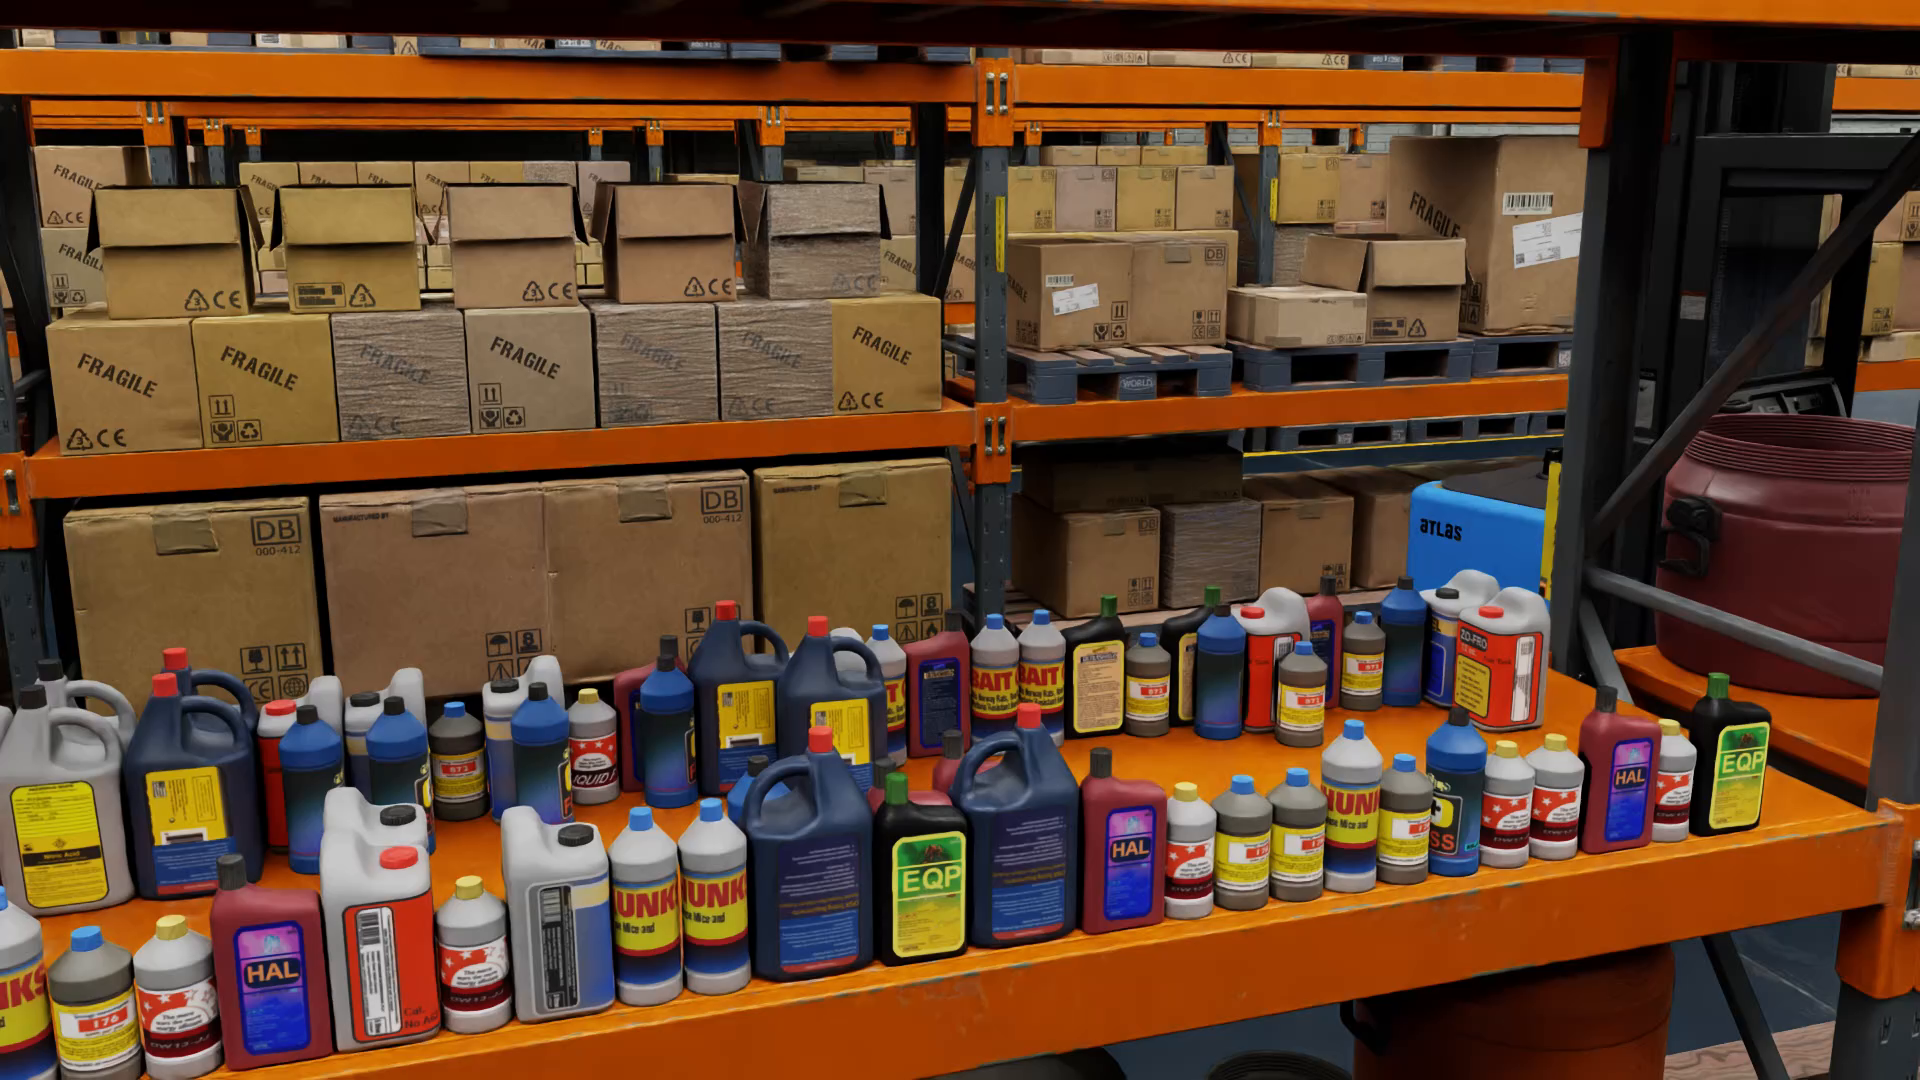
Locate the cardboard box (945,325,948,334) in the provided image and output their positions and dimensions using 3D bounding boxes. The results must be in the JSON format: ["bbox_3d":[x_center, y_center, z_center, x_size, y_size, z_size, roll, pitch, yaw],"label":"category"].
[{"bbox_3d":[-0.550,-2.203,18.192,0.625,0.372,0.950,-4,14,-15],"label":"cardboard box"}]

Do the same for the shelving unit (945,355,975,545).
[{"bbox_3d":[0.014,-0.585,10.508,0.189,1.200,0.258,-4,14,-18],"label":"shelving unit"}]

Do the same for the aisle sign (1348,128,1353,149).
[{"bbox_3d":[4.569,-4.871,19.020,0.004,0.787,0.394,-4,14,-18],"label":"aisle sign"}]

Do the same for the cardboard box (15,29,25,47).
[{"bbox_3d":[-6.135,-3.205,10.397,0.500,0.250,0.500,-5,14,-20],"label":"cardboard box"}]

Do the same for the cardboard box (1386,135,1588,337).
[{"bbox_3d":[2.989,-1.665,8.955,1.000,1.000,1.000,-4,14,-18],"label":"cardboard box"}]

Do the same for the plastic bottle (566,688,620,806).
[{"bbox_3d":[-0.672,0.371,3.029,0.097,0.201,0.097,0,13,0],"label":"plastic bottle"}]

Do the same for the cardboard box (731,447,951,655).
[{"bbox_3d":[-0.665,-0.025,7.952,0.875,0.875,1.225,-5,14,-21],"label":"cardboard box"}]

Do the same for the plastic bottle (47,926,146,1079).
[{"bbox_3d":[-1.098,0.590,2.111,0.097,0.201,0.097,0,13,0],"label":"plastic bottle"}]

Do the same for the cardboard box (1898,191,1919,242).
[{"bbox_3d":[5.242,-1.928,9.245,0.500,0.500,0.500,-4,14,-18],"label":"cardboard box"}]

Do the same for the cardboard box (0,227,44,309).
[{"bbox_3d":[-6.142,-1.759,10.696,0.500,0.500,0.500,-5,14,-20],"label":"cardboard box"}]

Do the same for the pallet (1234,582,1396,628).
[{"bbox_3d":[1.891,0.309,8.888,1.213,0.211,1.003,-4,14,-18],"label":"pallet"}]

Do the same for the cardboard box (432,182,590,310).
[{"bbox_3d":[-1.954,-1.289,7.196,0.637,0.503,0.797,-4,14,-16],"label":"cardboard box"}]

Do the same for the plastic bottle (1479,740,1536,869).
[{"bbox_3d":[0.902,0.434,2.766,0.097,0.201,0.097,0,13,0],"label":"plastic bottle"}]

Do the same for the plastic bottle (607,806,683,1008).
[{"bbox_3d":[-0.439,0.504,2.318,0.097,0.271,0.097,0,13,0],"label":"plastic bottle"}]

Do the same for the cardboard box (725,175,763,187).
[{"bbox_3d":[-2.173,-3.495,17.087,0.500,0.500,0.500,-4,14,-15],"label":"cardboard box"}]

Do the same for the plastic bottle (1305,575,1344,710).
[{"bbox_3d":[0.736,0.217,3.500,0.133,0.283,0.061,-4,14,-18],"label":"plastic bottle"}]

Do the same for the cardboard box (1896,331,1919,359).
[{"bbox_3d":[5.263,-1.122,9.419,0.250,0.149,0.380,-4,14,-18],"label":"cardboard box"}]

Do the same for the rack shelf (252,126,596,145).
[{"bbox_3d":[-6.647,-5.125,20.778,4.000,0.370,1.077,-4,14,-18],"label":"rack shelf"}]

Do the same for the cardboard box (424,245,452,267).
[{"bbox_3d":[-3.519,-1.954,11.369,0.250,0.149,0.380,-5,14,-19],"label":"cardboard box"}]

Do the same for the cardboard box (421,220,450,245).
[{"bbox_3d":[-3.536,-2.097,11.325,0.250,0.149,0.380,-4,14,-16],"label":"cardboard box"}]

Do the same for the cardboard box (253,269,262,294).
[{"bbox_3d":[-4.761,-1.712,10.991,0.250,0.149,0.380,-5,14,-21],"label":"cardboard box"}]

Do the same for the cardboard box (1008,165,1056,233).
[{"bbox_3d":[0.387,-2.676,13.035,0.500,0.500,0.700,-5,14,-19],"label":"cardboard box"}]

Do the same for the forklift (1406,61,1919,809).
[{"bbox_3d":[3.143,-0.402,5.998,1.130,2.935,3.031,-9,16,-34],"label":"forklift"}]

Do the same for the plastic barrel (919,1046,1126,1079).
[{"bbox_3d":[0.047,1.277,3.095,0.708,0.588,0.600,-4,14,-18],"label":"plastic barrel"}]

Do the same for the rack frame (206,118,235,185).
[{"bbox_3d":[-6.956,-2.779,15.846,0.127,3.000,1.000,-4,14,-18],"label":"rack frame"}]

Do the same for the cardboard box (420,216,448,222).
[{"bbox_3d":[-3.728,-2.241,11.933,0.250,0.149,0.380,-5,14,-21],"label":"cardboard box"}]

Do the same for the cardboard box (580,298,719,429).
[{"bbox_3d":[-1.358,-0.784,7.243,0.500,0.500,0.500,-5,14,-20],"label":"cardboard box"}]

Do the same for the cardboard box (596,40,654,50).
[{"bbox_3d":[-2.420,-3.367,11.617,0.500,0.500,0.500,-4,14,-18],"label":"cardboard box"}]

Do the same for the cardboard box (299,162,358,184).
[{"bbox_3d":[-5.974,-3.328,15.773,0.500,0.500,0.500,-5,14,-18],"label":"cardboard box"}]

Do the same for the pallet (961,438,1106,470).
[{"bbox_3d":[0.435,-0.771,13.427,1.213,0.211,1.003,-4,14,-18],"label":"pallet"}]

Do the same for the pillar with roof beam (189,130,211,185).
[{"bbox_3d":[-8.117,-5.988,16.373,0.400,9.000,9.100,-4,14,-18],"label":"pillar with roof beam"}]

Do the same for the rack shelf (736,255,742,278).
[{"bbox_3d":[-1.269,-2.872,17.791,4.000,0.370,1.077,-4,14,-18],"label":"rack shelf"}]

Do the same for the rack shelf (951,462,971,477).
[{"bbox_3d":[0.014,-0.425,10.546,0.180,0.103,0.258,-4,14,-18],"label":"rack shelf"}]

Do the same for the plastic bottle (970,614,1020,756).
[{"bbox_3d":[0.068,0.280,3.264,0.097,0.271,0.097,0,13,0],"label":"plastic bottle"}]

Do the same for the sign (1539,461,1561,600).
[{"bbox_3d":[1.393,-0.014,3.869,0.005,0.325,0.100,-4,14,-18],"label":"sign"}]

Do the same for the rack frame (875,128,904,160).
[{"bbox_3d":[-0.960,-4.458,22.904,0.127,3.000,1.000,-4,14,-18],"label":"rack frame"}]

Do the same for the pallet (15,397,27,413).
[{"bbox_3d":[-8.860,-1.293,15.622,1.213,0.211,1.003,-4,14,-18],"label":"pallet"}]

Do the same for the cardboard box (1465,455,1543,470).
[{"bbox_3d":[3.198,-0.154,9.258,0.500,0.500,0.700,-6,14,-22],"label":"cardboard box"}]

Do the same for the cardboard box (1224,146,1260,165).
[{"bbox_3d":[3.070,-4.163,18.644,0.500,0.500,0.700,-5,14,-19],"label":"cardboard box"}]

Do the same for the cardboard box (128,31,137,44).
[{"bbox_3d":[-7.580,-4.543,15.438,0.500,0.500,0.500,-4,14,-17],"label":"cardboard box"}]

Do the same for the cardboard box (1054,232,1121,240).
[{"bbox_3d":[0.934,-2.169,13.061,0.500,0.500,0.500,-4,14,-17],"label":"cardboard box"}]

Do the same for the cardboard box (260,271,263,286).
[{"bbox_3d":[-4.968,-1.856,11.599,0.250,0.149,0.380,-5,14,-19],"label":"cardboard box"}]

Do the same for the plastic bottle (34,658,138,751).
[{"bbox_3d":[-1.449,0.365,2.734,0.185,0.351,0.144,-4,14,-18],"label":"plastic bottle"}]

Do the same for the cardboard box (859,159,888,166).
[{"bbox_3d":[-0.929,-4.023,17.906,0.250,0.149,0.380,-4,14,-15],"label":"cardboard box"}]

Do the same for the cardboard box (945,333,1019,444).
[{"bbox_3d":[-0.057,-1.197,13.146,0.750,0.750,1.050,-4,14,-17],"label":"cardboard box"}]

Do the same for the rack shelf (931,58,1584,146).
[{"bbox_3d":[1.891,-2.158,8.306,4.000,0.370,1.077,-4,14,-18],"label":"rack shelf"}]

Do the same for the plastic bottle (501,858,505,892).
[{"bbox_3d":[-0.615,0.515,2.425,0.097,0.201,0.097,0,13,0],"label":"plastic bottle"}]

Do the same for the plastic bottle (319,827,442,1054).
[{"bbox_3d":[-0.778,0.522,2.235,0.135,0.276,0.152,-4,14,-18],"label":"plastic bottle"}]

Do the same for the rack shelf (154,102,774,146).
[{"bbox_3d":[-3.386,-2.958,11.670,4.000,0.370,1.077,-4,14,-18],"label":"rack shelf"}]

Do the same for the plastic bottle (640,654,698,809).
[{"bbox_3d":[-0.527,0.341,3.007,0.097,0.271,0.097,0,13,0],"label":"plastic bottle"}]

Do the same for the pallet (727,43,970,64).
[{"bbox_3d":[-0.598,-2.209,7.375,1.003,0.211,1.213,-4,14,-15],"label":"pallet"}]

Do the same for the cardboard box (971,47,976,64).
[{"bbox_3d":[0.368,-2.376,7.993,0.500,0.250,0.500,-4,14,-18],"label":"cardboard box"}]

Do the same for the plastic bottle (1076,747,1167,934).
[{"bbox_3d":[0.245,0.450,2.522,0.133,0.283,0.061,-4,14,-18],"label":"plastic bottle"}]

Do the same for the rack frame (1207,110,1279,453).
[{"bbox_3d":[2.301,-2.292,13.795,0.127,3.000,1.000,-4,14,-18],"label":"rack frame"}]
